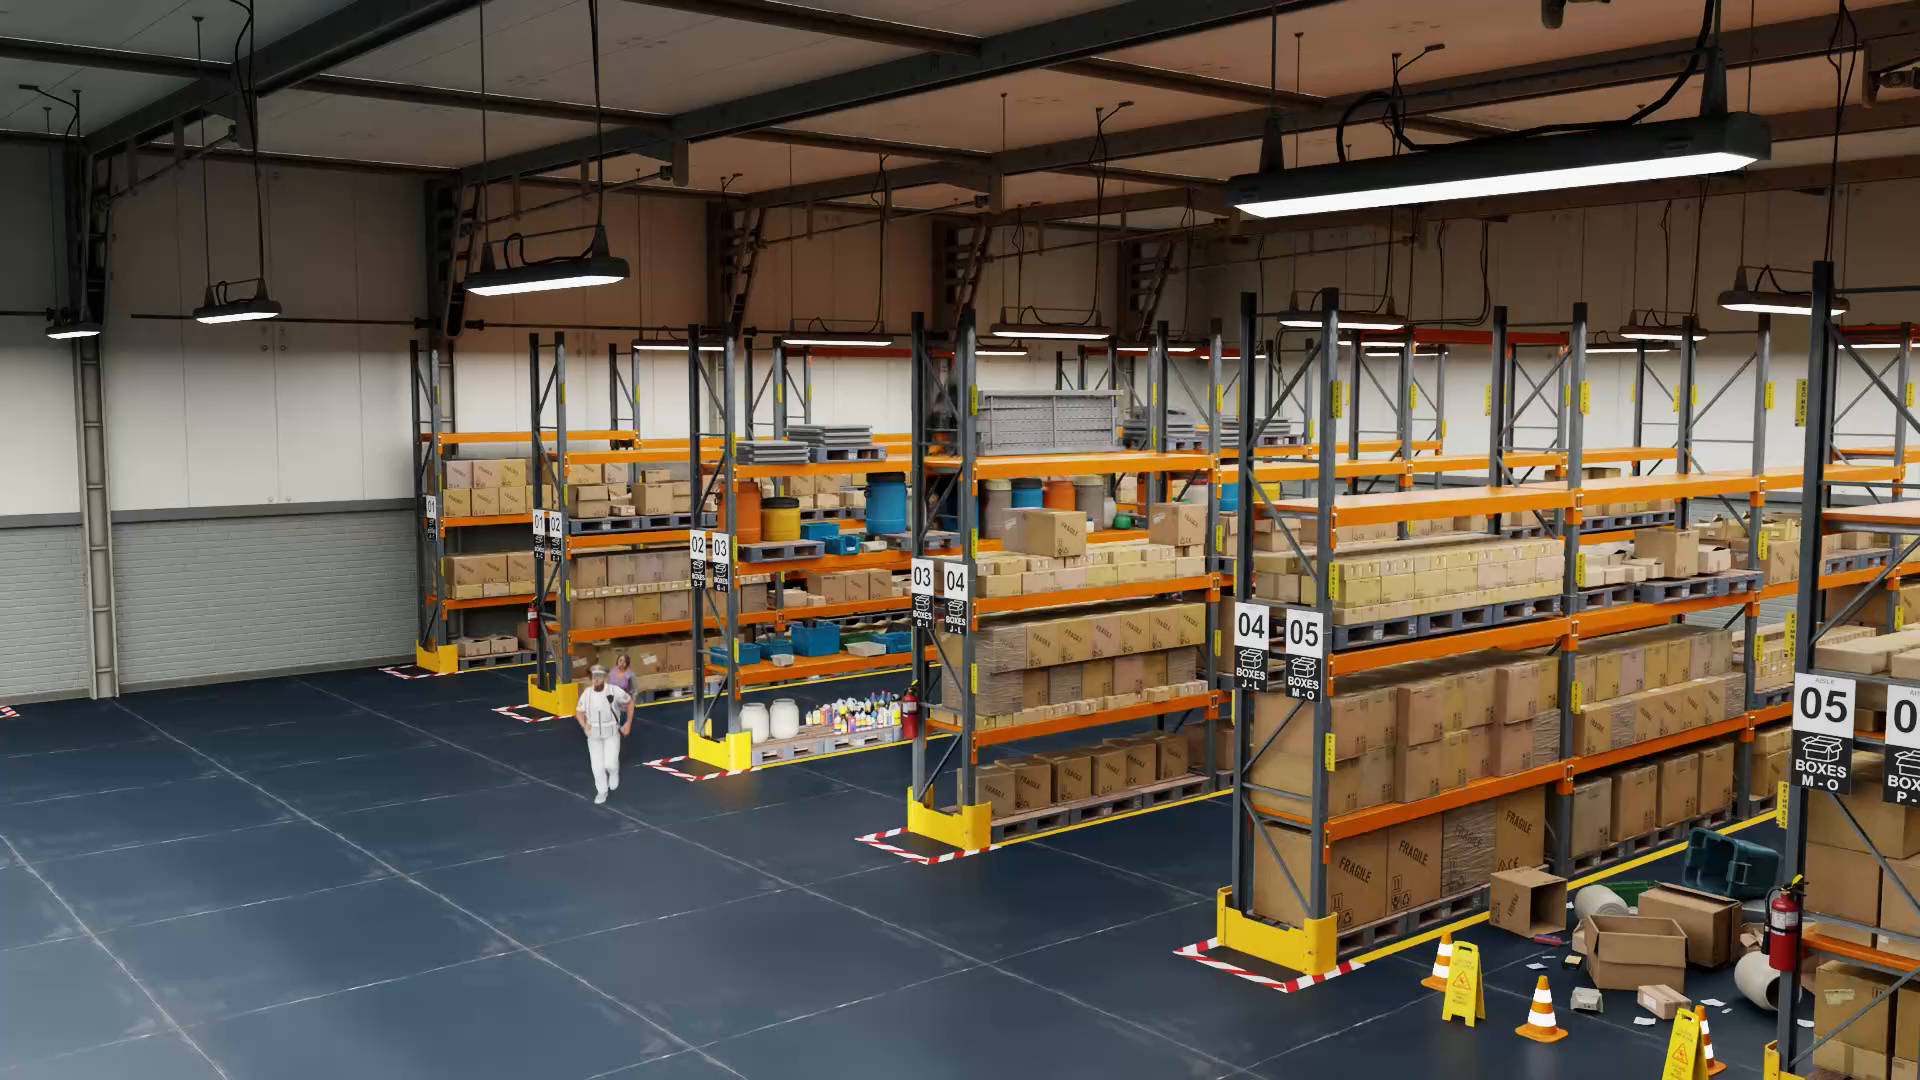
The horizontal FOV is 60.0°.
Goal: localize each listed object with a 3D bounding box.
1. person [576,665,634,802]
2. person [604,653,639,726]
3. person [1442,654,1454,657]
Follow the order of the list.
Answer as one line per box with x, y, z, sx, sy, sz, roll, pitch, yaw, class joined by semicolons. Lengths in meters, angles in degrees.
-4.414;2.400;20.615;0.684;1.744;0.664;0;5;0;person
-4.654;2.302;22.695;0.574;1.536;0.504;1;5;5;person
6.599;2.307;22.259;0.505;1.640;0.602;-4;7;-37;person
